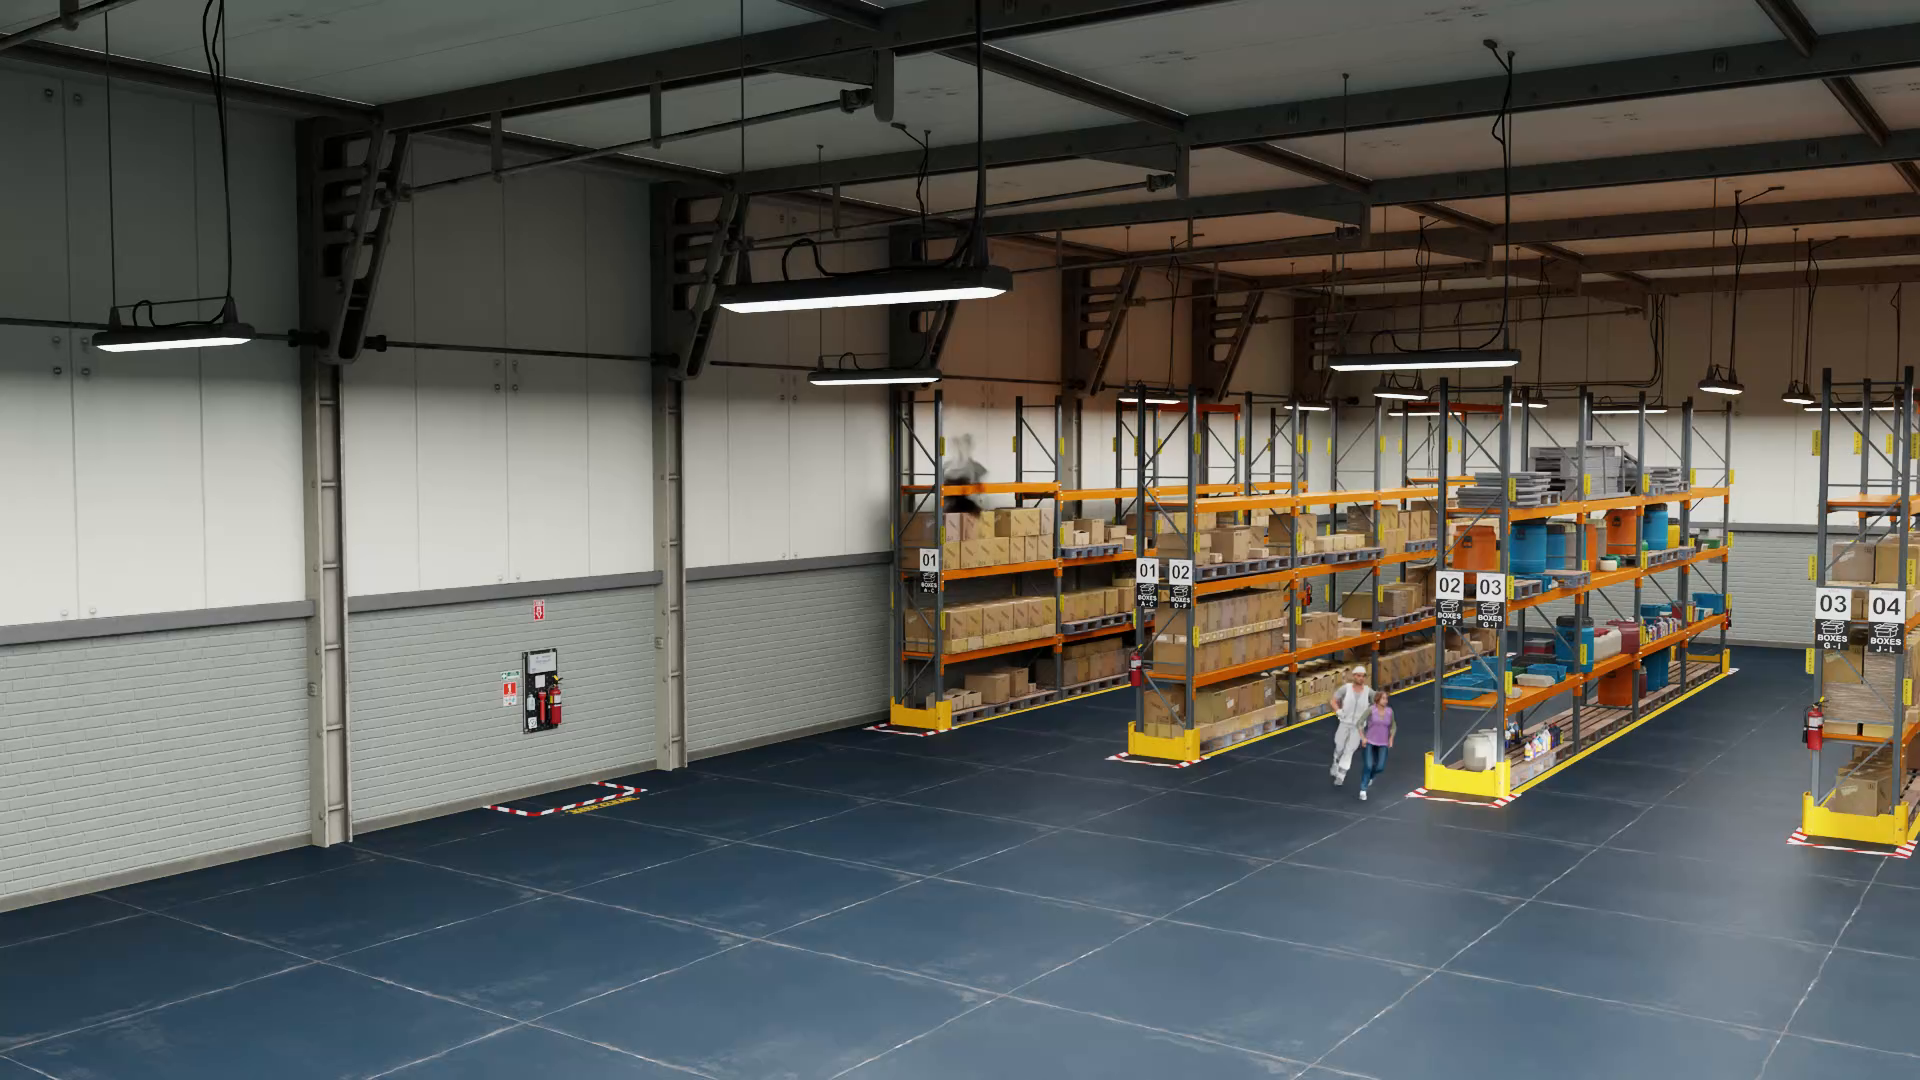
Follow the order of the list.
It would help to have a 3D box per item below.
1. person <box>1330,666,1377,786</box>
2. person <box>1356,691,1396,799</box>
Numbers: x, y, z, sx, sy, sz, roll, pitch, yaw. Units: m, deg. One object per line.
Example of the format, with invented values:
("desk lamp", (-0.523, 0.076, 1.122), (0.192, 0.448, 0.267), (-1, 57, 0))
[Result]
("person", (5.862, 2.744, 24.700), (0.710, 1.756, 0.686), (1, 3, 12))
("person", (5.934, 2.914, 23.703), (0.587, 1.540, 0.500), (0, 3, 1))
